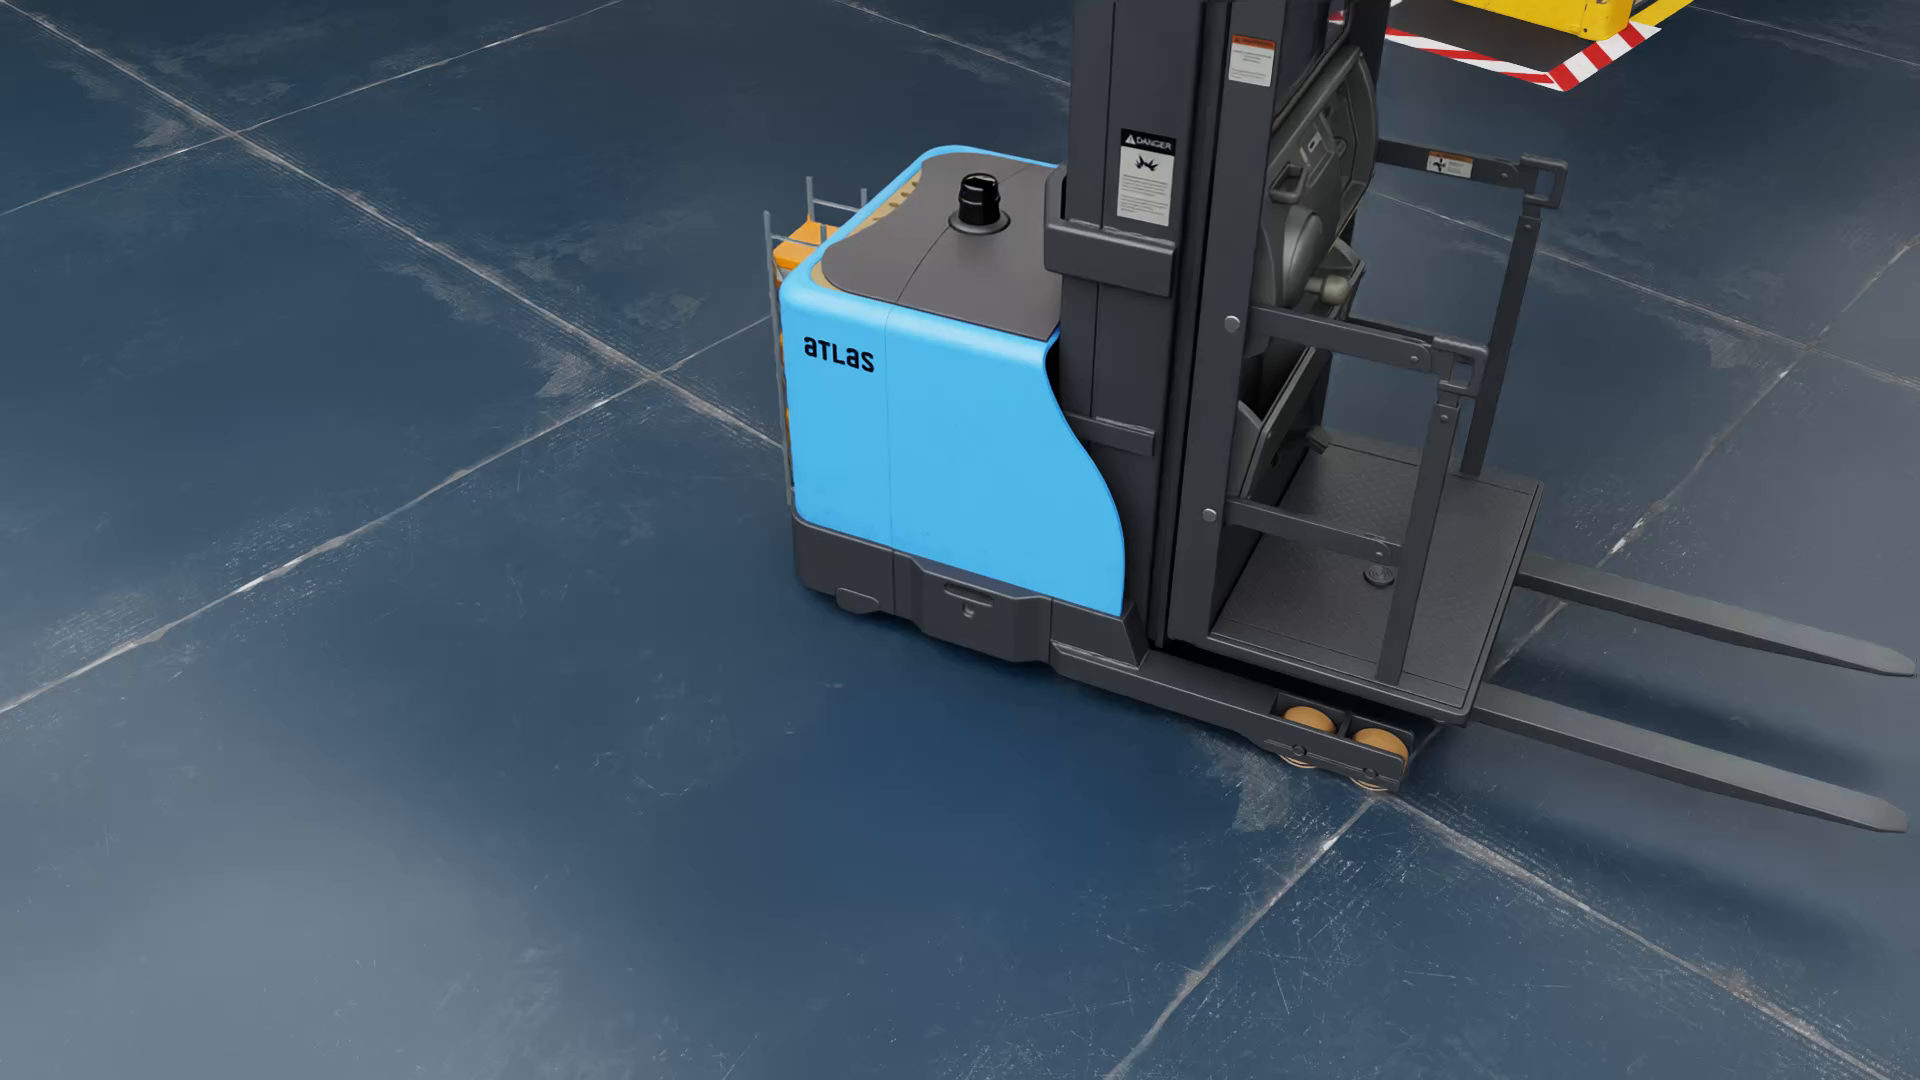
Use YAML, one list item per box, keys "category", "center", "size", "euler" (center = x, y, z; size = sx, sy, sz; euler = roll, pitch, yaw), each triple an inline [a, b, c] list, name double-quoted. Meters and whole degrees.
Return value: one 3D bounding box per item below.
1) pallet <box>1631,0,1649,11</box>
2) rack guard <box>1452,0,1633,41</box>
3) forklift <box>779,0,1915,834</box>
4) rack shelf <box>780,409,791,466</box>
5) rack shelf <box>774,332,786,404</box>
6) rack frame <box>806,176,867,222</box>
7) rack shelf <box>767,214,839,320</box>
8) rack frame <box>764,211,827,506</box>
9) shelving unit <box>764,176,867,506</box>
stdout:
- category: "pallet"
  center: [3.481, -3.292, 9.220]
  size: [1.003, 0.211, 1.213]
  euler: [30, 47, 32]
- category: "rack guard"
  center: [2.929, -3.034, 8.664]
  size: [1.175, 0.500, 0.348]
  euler: [30, 47, 32]
- category: "forklift"
  center: [1.061, -0.861, 3.978]
  size: [3.031, 2.935, 1.130]
  euler: [17, 41, 20]
- category: "rack shelf"
  center: [-0.415, -0.342, 5.300]
  size: [0.215, 0.259, 0.240]
  euler: [16, 41, 20]
- category: "rack shelf"
  center: [-0.415, -0.559, 5.127]
  size: [0.215, 0.259, 0.240]
  euler: [16, 41, 20]
- category: "rack frame"
  center: [-0.363, -0.636, 5.206]
  size: [0.200, 1.050, 0.008]
  euler: [16, 41, 20]
- category: "rack shelf"
  center: [-0.416, -0.781, 4.950]
  size: [0.215, 0.259, 0.240]
  euler: [16, 41, 20]
- category: "rack frame"
  center: [-0.468, -0.499, 5.034]
  size: [0.200, 1.050, 0.008]
  euler: [16, 41, 20]
- category: "shelving unit"
  center: [-0.415, -0.568, 5.120]
  size: [0.215, 1.050, 0.252]
  euler: [16, 41, 20]
